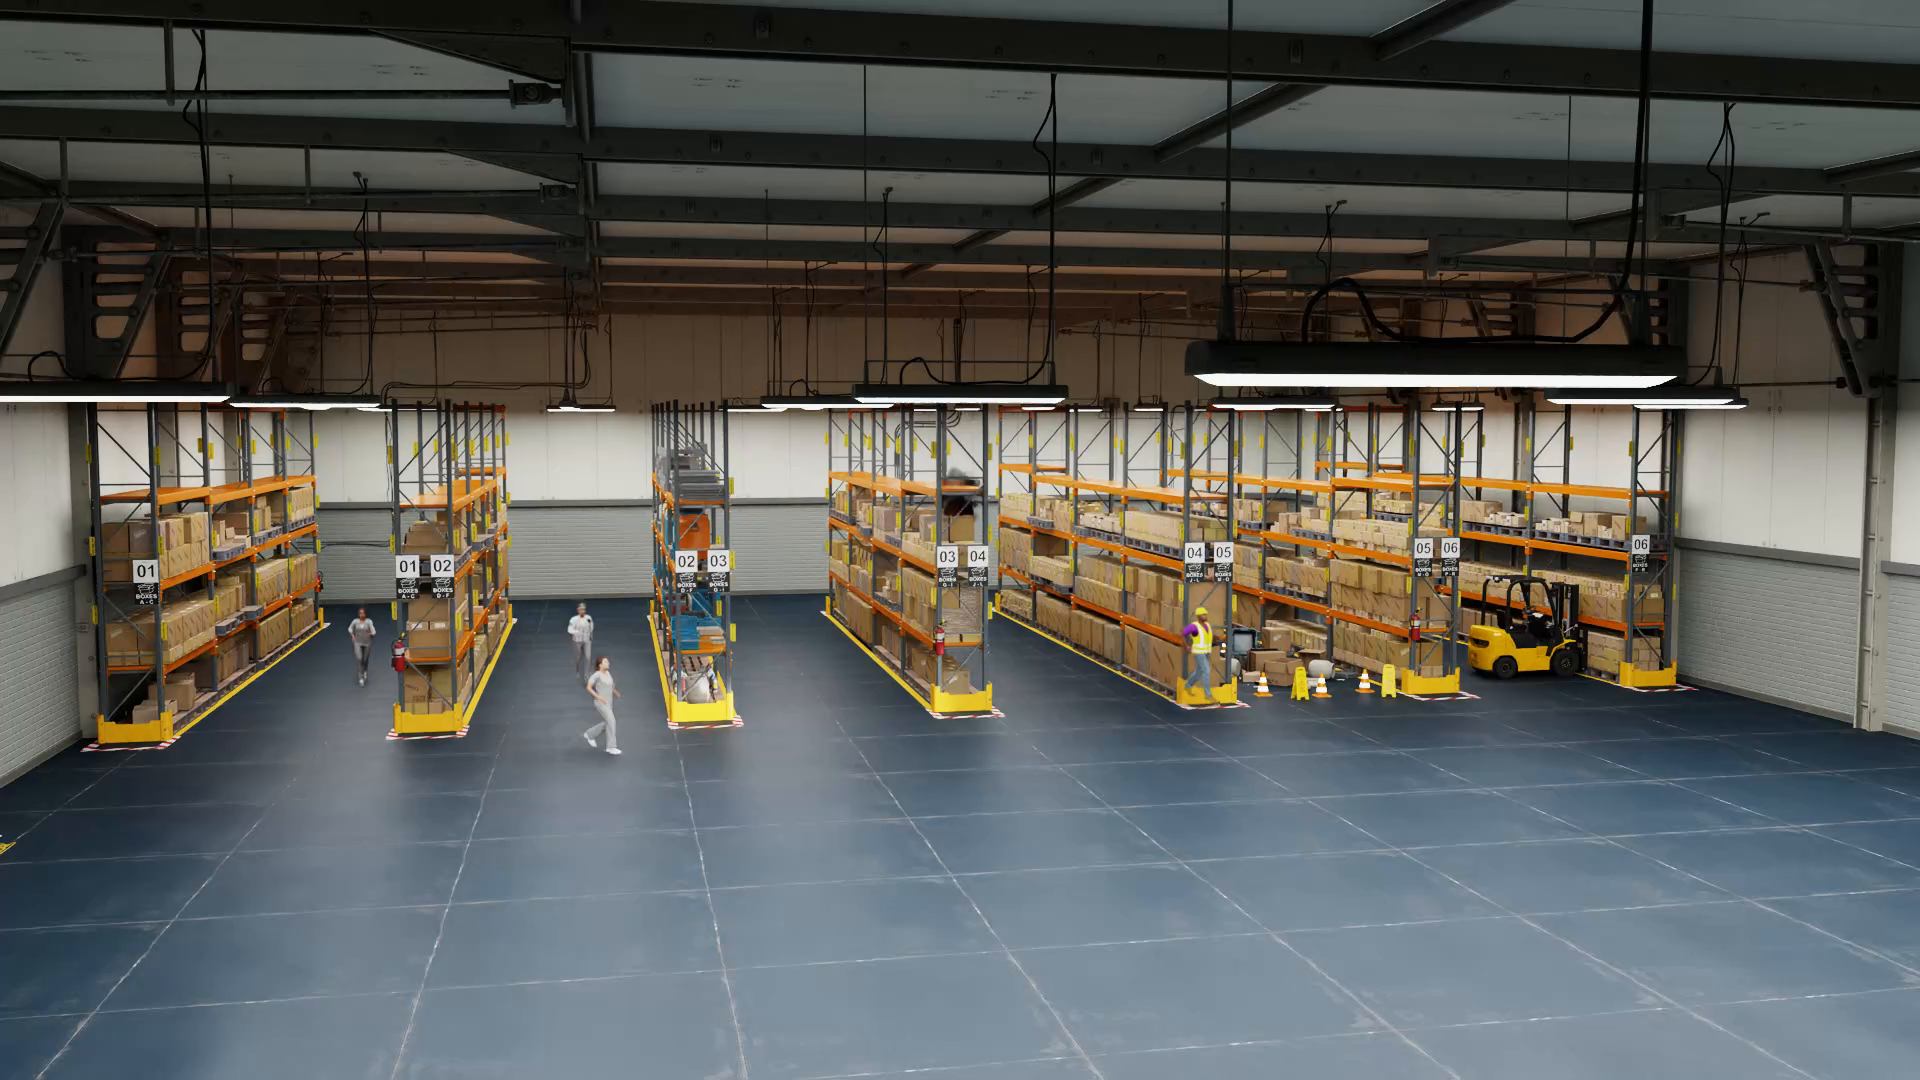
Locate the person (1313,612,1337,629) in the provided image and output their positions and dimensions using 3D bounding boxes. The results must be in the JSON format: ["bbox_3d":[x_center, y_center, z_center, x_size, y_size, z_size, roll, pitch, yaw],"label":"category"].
[{"bbox_3d":[9.377,1.591,42.777,0.706,1.792,1.021,-2,5,-20],"label":"person"}]

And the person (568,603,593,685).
[{"bbox_3d":[-8.103,2.193,35.581,0.562,1.719,0.857,-2,5,-20],"label":"person"}]

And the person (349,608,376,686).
[{"bbox_3d":[-12.697,2.248,35.356,0.539,1.613,0.871,-2,5,-21],"label":"person"}]

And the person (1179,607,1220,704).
[{"bbox_3d":[4.601,2.169,31.661,0.924,1.780,0.689,4,6,43],"label":"person"}]

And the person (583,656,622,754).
[{"bbox_3d":[-6.071,2.779,28.110,0.760,1.663,0.562,1,4,16],"label":"person"}]
